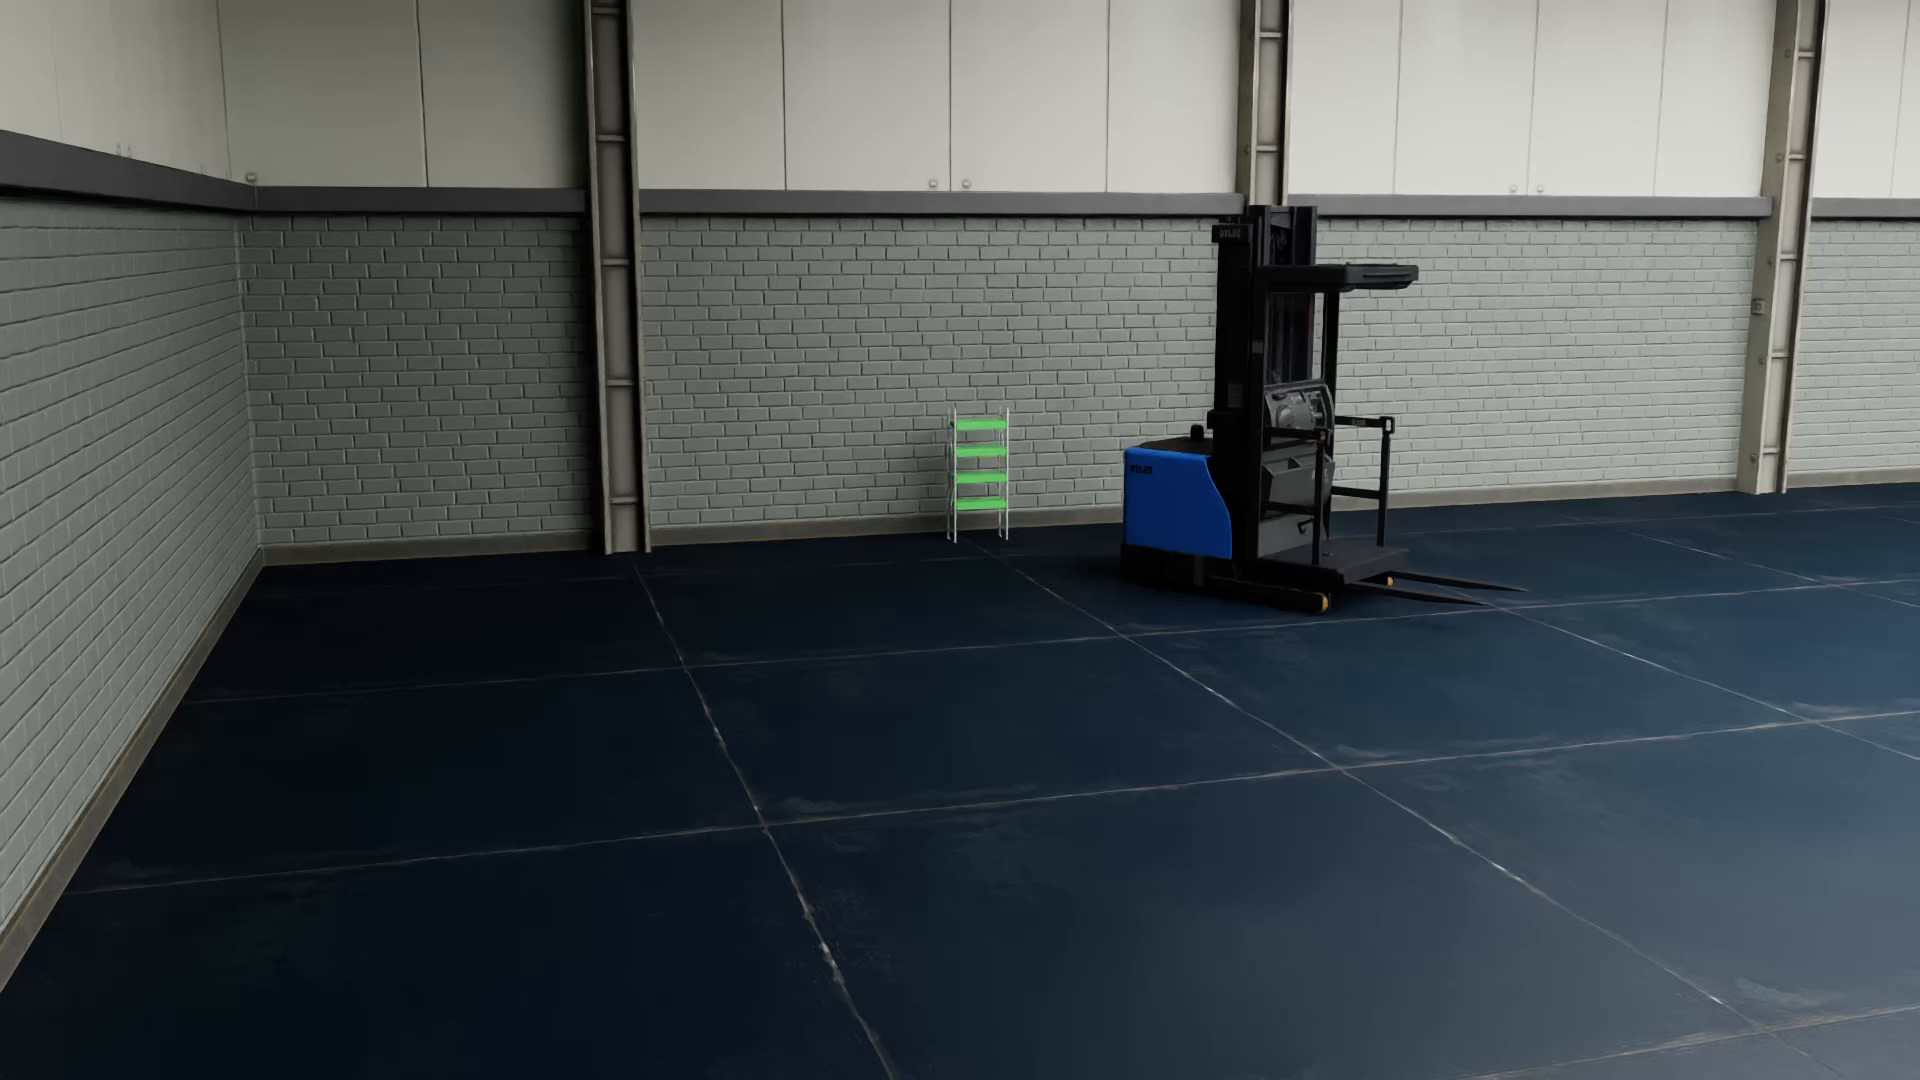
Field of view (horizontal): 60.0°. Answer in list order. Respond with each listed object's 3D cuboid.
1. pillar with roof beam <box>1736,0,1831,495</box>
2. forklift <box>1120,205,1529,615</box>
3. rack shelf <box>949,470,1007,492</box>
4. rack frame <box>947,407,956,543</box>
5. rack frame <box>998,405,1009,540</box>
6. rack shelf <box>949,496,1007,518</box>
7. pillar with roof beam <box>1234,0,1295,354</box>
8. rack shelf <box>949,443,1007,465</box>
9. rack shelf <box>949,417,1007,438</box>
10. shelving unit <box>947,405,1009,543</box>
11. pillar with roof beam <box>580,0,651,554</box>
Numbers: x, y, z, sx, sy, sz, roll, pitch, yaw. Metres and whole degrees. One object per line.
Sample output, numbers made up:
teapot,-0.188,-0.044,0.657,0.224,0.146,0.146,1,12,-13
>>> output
pillar with roof beam,9.803,-4.197,12.988,0.400,9.000,9.100,-3,11,-16
forklift,2.717,-1.005,12.413,3.031,2.935,1.130,9,14,41
rack shelf,0.159,-0.536,14.995,0.480,0.148,0.258,-3,11,-16
rack frame,-0.075,-0.586,14.916,0.015,1.200,0.240,-3,11,-16
rack frame,0.393,-0.611,15.050,0.015,1.200,0.240,-3,11,-16
rack shelf,0.159,-0.300,15.038,0.480,0.148,0.258,-3,11,-16
pillar with roof beam,4.042,-3.893,11.338,0.400,9.000,9.100,-3,11,-16
rack shelf,0.159,-0.772,14.951,0.480,0.148,0.258,-3,11,-16
rack shelf,0.159,-1.008,14.908,0.480,0.148,0.258,-3,11,-16
shelving unit,0.159,-0.598,14.983,0.503,1.200,0.258,-3,11,-16
pillar with roof beam,-1.719,-3.589,9.689,0.400,9.000,9.100,-3,11,-16
